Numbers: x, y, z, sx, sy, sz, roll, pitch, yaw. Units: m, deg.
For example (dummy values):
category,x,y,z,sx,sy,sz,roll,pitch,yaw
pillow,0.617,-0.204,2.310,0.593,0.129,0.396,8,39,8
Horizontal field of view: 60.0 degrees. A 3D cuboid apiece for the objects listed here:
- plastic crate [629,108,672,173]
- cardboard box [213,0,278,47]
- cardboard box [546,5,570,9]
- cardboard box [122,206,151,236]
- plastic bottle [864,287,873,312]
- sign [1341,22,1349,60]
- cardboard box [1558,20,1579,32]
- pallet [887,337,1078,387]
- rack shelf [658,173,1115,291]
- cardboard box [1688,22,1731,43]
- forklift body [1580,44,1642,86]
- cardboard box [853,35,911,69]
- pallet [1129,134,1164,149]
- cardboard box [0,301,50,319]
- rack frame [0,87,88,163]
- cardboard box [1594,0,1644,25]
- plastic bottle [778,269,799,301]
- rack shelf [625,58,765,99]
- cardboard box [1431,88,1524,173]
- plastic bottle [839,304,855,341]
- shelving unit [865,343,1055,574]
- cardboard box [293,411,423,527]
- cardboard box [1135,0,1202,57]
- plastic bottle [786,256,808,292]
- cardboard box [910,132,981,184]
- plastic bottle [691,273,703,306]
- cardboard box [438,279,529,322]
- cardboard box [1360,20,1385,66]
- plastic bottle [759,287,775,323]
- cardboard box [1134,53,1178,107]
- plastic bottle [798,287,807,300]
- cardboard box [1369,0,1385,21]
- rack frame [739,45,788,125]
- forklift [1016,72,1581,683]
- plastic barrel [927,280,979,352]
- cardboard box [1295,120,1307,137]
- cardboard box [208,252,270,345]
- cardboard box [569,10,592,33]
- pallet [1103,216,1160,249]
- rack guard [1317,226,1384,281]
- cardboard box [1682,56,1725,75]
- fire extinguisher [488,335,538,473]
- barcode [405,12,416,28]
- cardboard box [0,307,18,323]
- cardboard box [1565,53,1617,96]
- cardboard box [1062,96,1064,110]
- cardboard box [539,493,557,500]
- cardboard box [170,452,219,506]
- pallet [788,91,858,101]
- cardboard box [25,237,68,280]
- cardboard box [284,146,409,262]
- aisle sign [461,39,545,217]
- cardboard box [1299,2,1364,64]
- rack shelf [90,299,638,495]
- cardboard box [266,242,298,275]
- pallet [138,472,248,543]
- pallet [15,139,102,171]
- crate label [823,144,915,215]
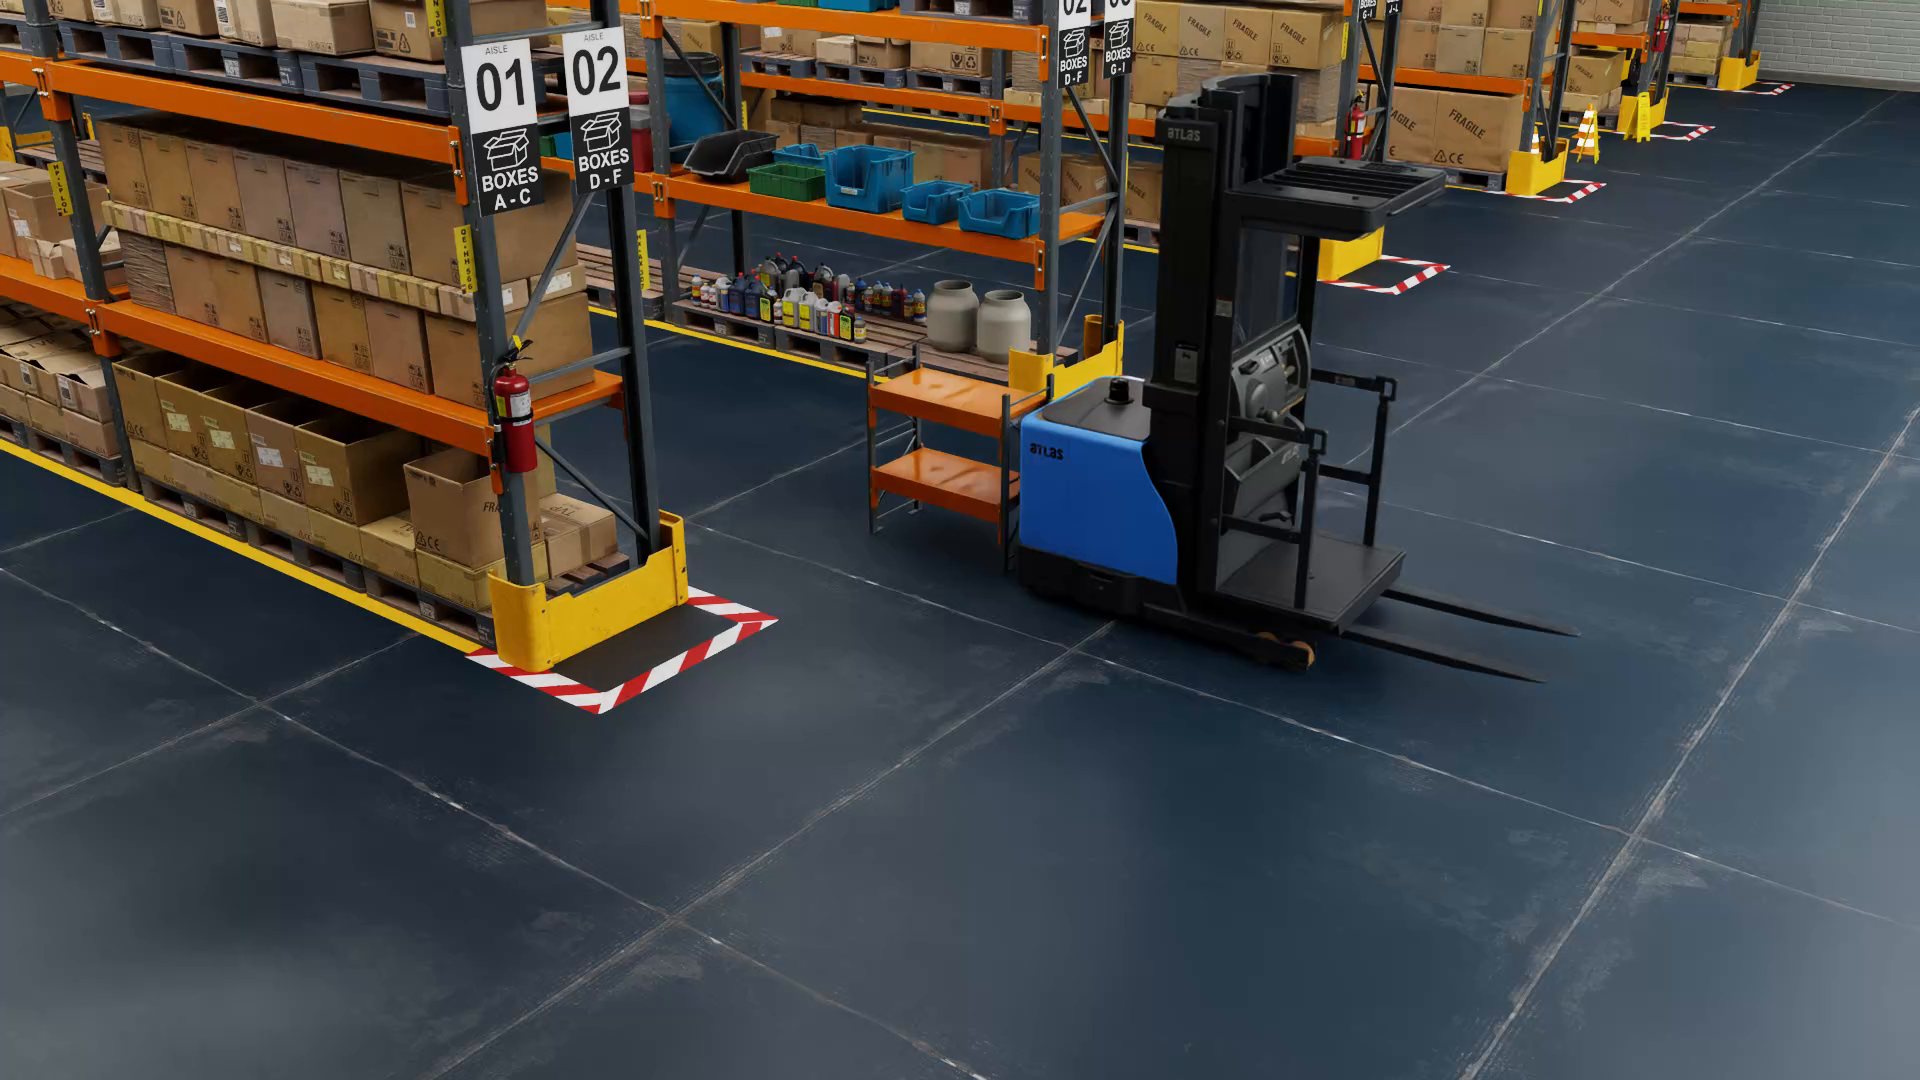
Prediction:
category,x,y,z,sx,sy,sz,roll,pitch,yaw
plastic crate,-2.854,-3.505,14.584,0.583,0.464,0.402,17,29,33
cardboard box,-3.581,-2.809,8.779,0.500,0.311,0.500,21,31,39
cardboard box,-5.198,-7.343,22.006,0.637,0.503,0.797,16,28,32
cardboard box,-4.957,-2.014,10.352,0.250,0.149,0.380,17,29,34
plastic bottle,-0.780,-2.081,14.356,0.097,0.201,0.097,0,24,0
sign,3.539,-4.588,15.294,0.005,0.325,0.100,17,29,33
cardboard box,8.719,-7.339,23.676,0.250,0.149,0.380,17,29,34
pallet,0.182,-1.415,13.379,1.213,0.211,1.003,17,29,33
rack shelf,-0.683,-2.644,13.603,4.000,0.370,1.077,17,29,33
cardboard box,12.250,-8.290,27.173,0.500,0.250,0.500,18,29,35
forklift body,10.194,-8.369,26.756,1.214,2.155,2.313,17,29,33
cardboard box,-0.755,-5.684,18.960,0.637,0.503,0.797,20,31,38
pallet,3.080,-5.517,22.689,1.213,0.211,1.003,17,29,33
cardboard box,-7.069,-1.724,12.815,0.500,0.311,0.500,17,29,33
rack frame,-11.885,-6.359,21.141,0.127,3.000,1.000,17,29,33
cardboard box,9.232,-7.510,23.259,0.500,0.500,0.500,16,29,32
plastic bottle,-1.510,-2.249,14.646,0.135,0.276,0.152,17,29,33
rack shelf,-4.114,-6.177,21.620,4.000,0.370,1.077,17,29,33
cardboard box,6.362,-5.026,20.231,0.875,0.875,0.875,17,29,34
plastic bottle,-0.919,-1.773,13.557,0.133,0.283,0.061,18,29,35
shelving unit,-0.005,-0.516,10.206,1.048,1.125,0.538,17,29,33
cardboard box,-3.473,-0.441,9.668,0.500,0.500,0.500,17,29,33
cardboard box,2.103,-5.145,16.653,0.500,0.500,0.500,17,29,33
plastic bottle,-1.441,-2.337,14.753,0.185,0.351,0.144,15,28,31
cardboard box,-0.161,-4.390,19.226,0.500,0.500,0.700,17,29,33
plastic bottle,-2.291,-2.192,14.521,0.097,0.271,0.097,0,24,0
cardboard box,-2.476,-1.266,8.654,0.250,0.149,0.380,16,29,32
cardboard box,5.345,-6.224,20.649,0.500,0.550,0.875,17,29,33
plastic bottle,-1.628,-1.987,14.043,0.133,0.283,0.061,18,30,36
cardboard box,2.225,-4.753,17.004,0.500,0.500,0.875,17,29,33
plastic bottle,-1.326,-1.988,14.054,0.135,0.276,0.152,17,29,33
cardboard box,5.306,-6.698,20.384,0.500,0.550,0.875,17,29,33
rack frame,-2.513,-6.023,20.377,0.127,3.000,1.000,17,29,33
forklift,1.836,-0.880,8.790,3.031,2.935,1.130,15,28,30
plastic barrel,-0.056,-1.799,13.357,0.421,0.512,0.421,0,24,0
cardboard box,3.337,-4.036,16.180,0.250,0.149,0.380,17,29,33
cardboard box,-4.073,-1.552,10.108,0.500,0.500,0.700,17,29,34
cardboard box,-4.693,-6.601,21.567,0.500,0.500,0.500,16,28,32
pallet,2.227,-3.333,17.732,1.213,0.211,1.003,17,29,33
rack guard,3.827,-2.962,16.532,0.348,0.500,1.175,17,29,33
cardboard box,12.240,-7.833,27.377,0.500,0.250,0.500,17,29,34
fire extinguisher,-2.240,-0.679,8.345,0.183,0.674,0.296,17,29,33
barcode,-2.587,-2.448,7.825,0.075,0.075,0.001,17,29,33
cardboard box,-7.382,-1.548,12.416,0.500,0.311,0.500,16,28,32
cardboard box,9.034,-6.672,23.811,0.500,0.500,0.500,17,29,34
cardboard box,1.088,-4.675,17.631,0.250,0.149,0.380,17,29,33
cardboard box,-2.754,-0.148,9.933,0.500,0.250,0.500,17,29,33
cardboard box,-4.670,-0.461,10.645,0.500,0.250,0.500,17,29,33
pallet,-2.035,-7.102,26.285,1.213,0.211,1.003,17,29,33
cardboard box,-6.070,-1.952,11.305,0.258,0.266,0.396,16,28,32
cardboard box,-3.292,-1.909,9.308,0.500,0.500,0.700,17,29,33
aisle sign,-2.180,-1.972,7.960,0.004,0.787,0.394,17,29,33
cardboard box,3.612,-4.948,16.206,0.500,0.500,0.500,17,29,33
rack shelf,-3.656,-1.047,9.978,4.000,0.370,1.077,17,29,33
cardboard box,-3.718,-1.641,9.504,0.250,0.149,0.380,16,29,33
pallet,-4.646,-0.378,11.025,1.213,0.211,1.003,17,29,33
pallet,-11.249,-4.871,21.222,1.213,0.211,1.003,17,29,33
crate label,-0.717,-2.864,13.165,0.616,0.435,0.502,17,29,33
